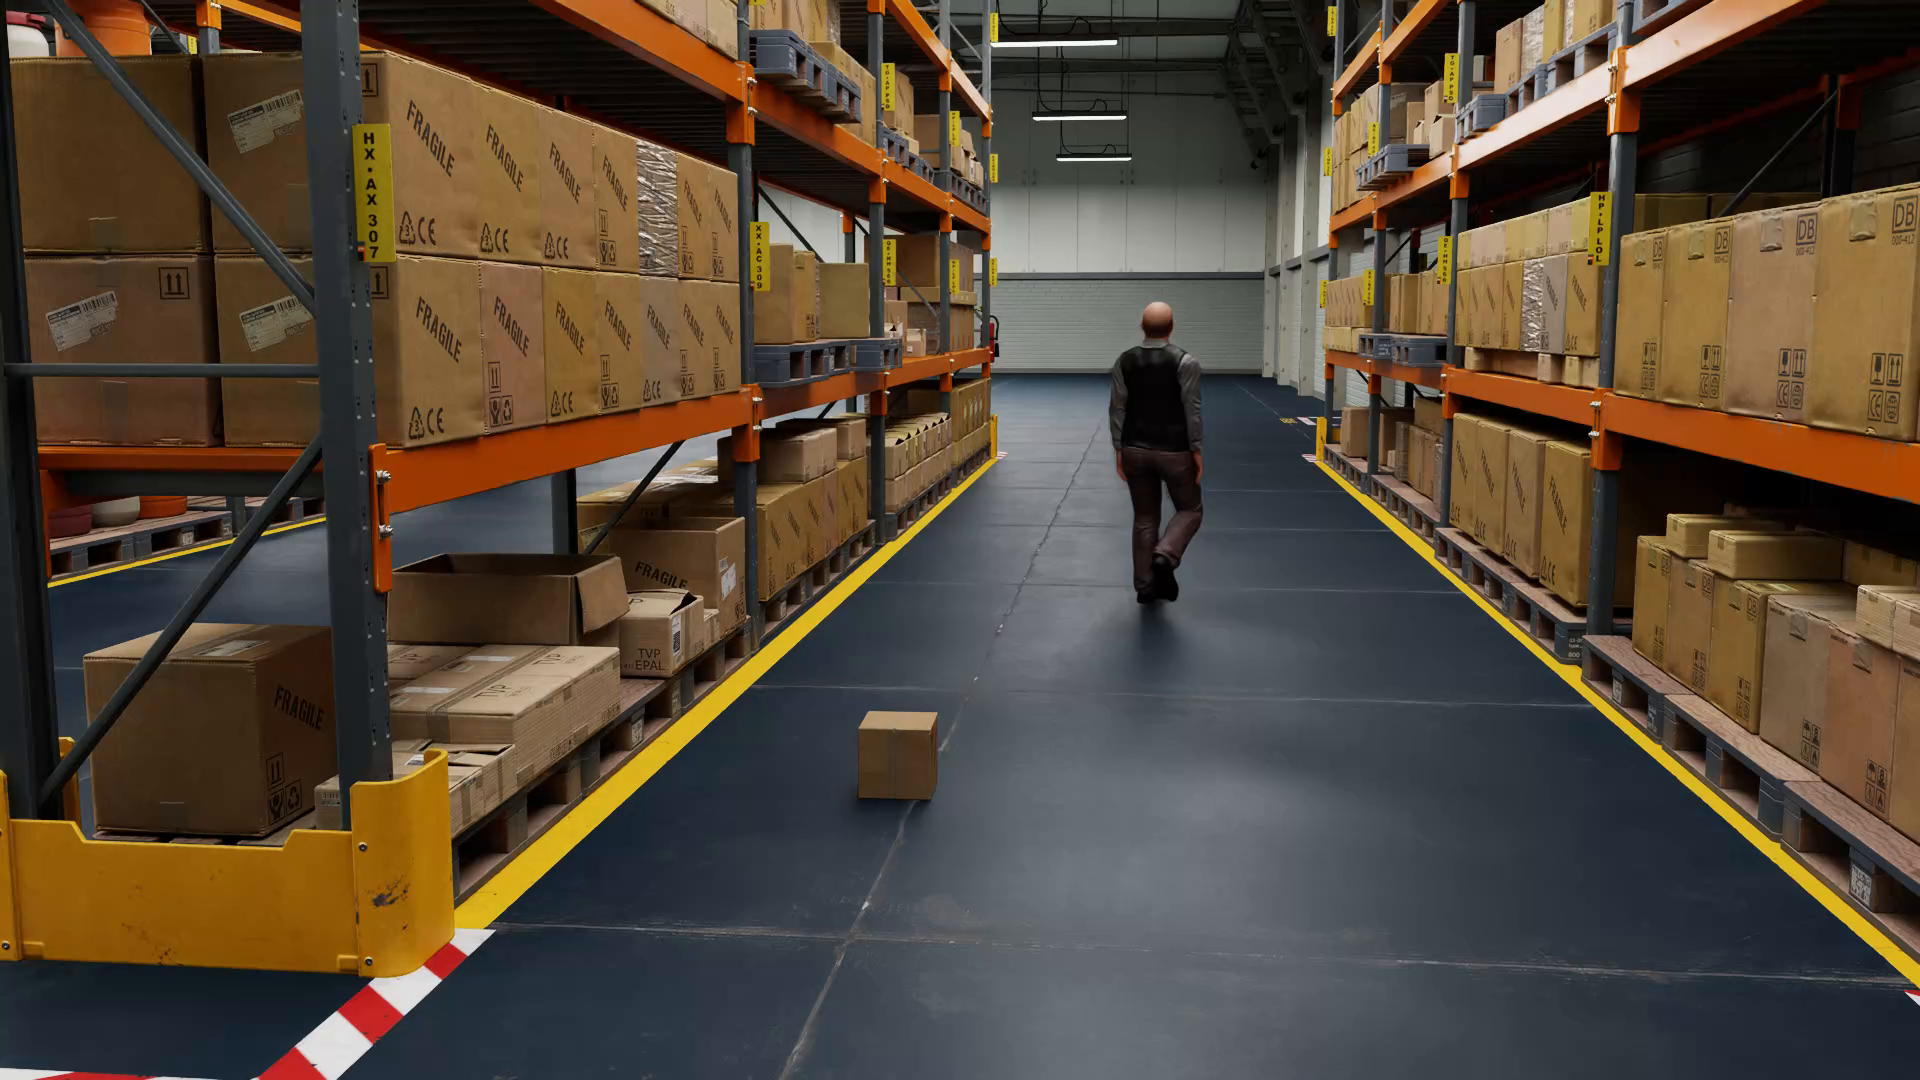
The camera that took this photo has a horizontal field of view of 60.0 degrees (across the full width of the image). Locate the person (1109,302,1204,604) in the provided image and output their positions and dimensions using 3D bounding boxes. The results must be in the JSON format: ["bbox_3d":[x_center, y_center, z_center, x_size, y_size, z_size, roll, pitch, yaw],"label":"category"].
[{"bbox_3d":[1.116,-0.485,9.395,0.545,1.706,0.514,4,8,25],"label":"person"}]
